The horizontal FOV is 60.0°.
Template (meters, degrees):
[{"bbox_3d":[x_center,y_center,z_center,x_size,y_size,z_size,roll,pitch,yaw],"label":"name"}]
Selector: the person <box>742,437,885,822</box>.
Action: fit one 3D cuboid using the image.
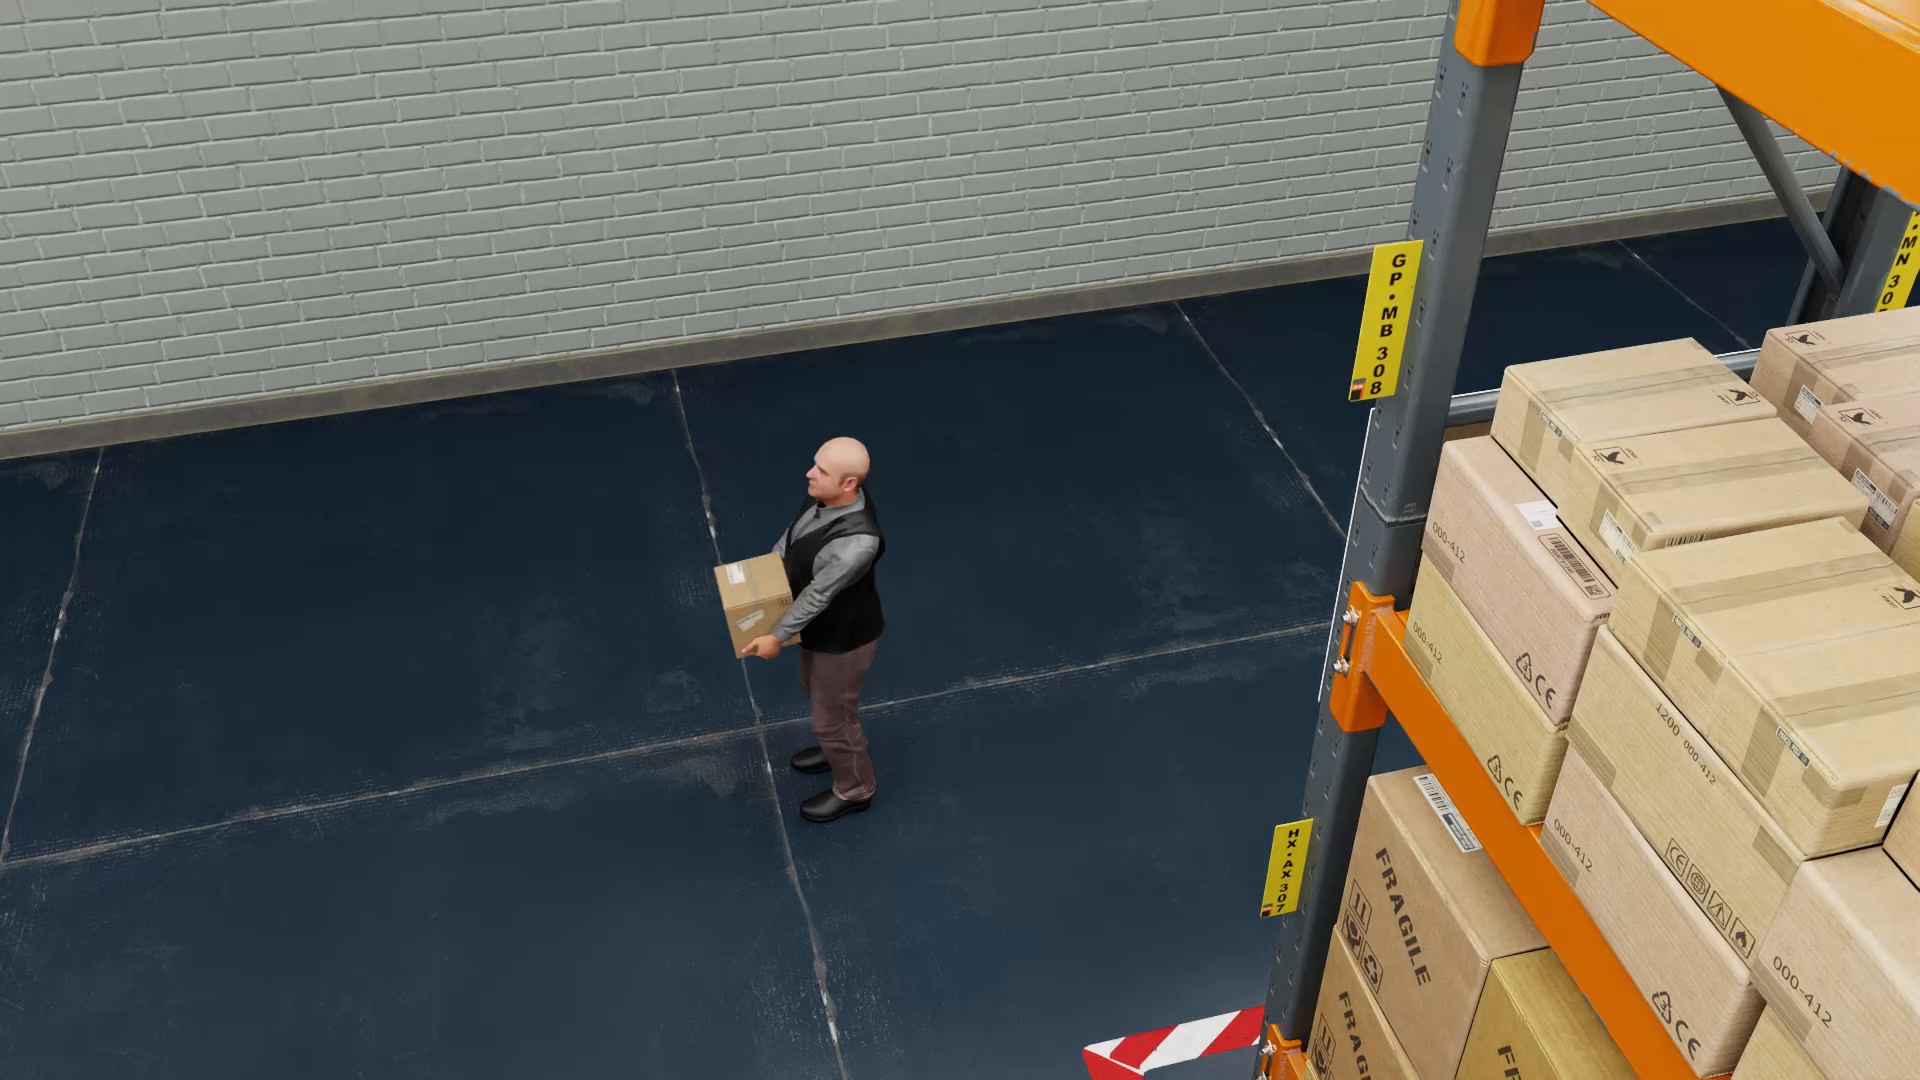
[{"bbox_3d":[-0.563,0.351,6.291,0.551,1.712,0.494,-9,39,-12],"label":"person"}]
